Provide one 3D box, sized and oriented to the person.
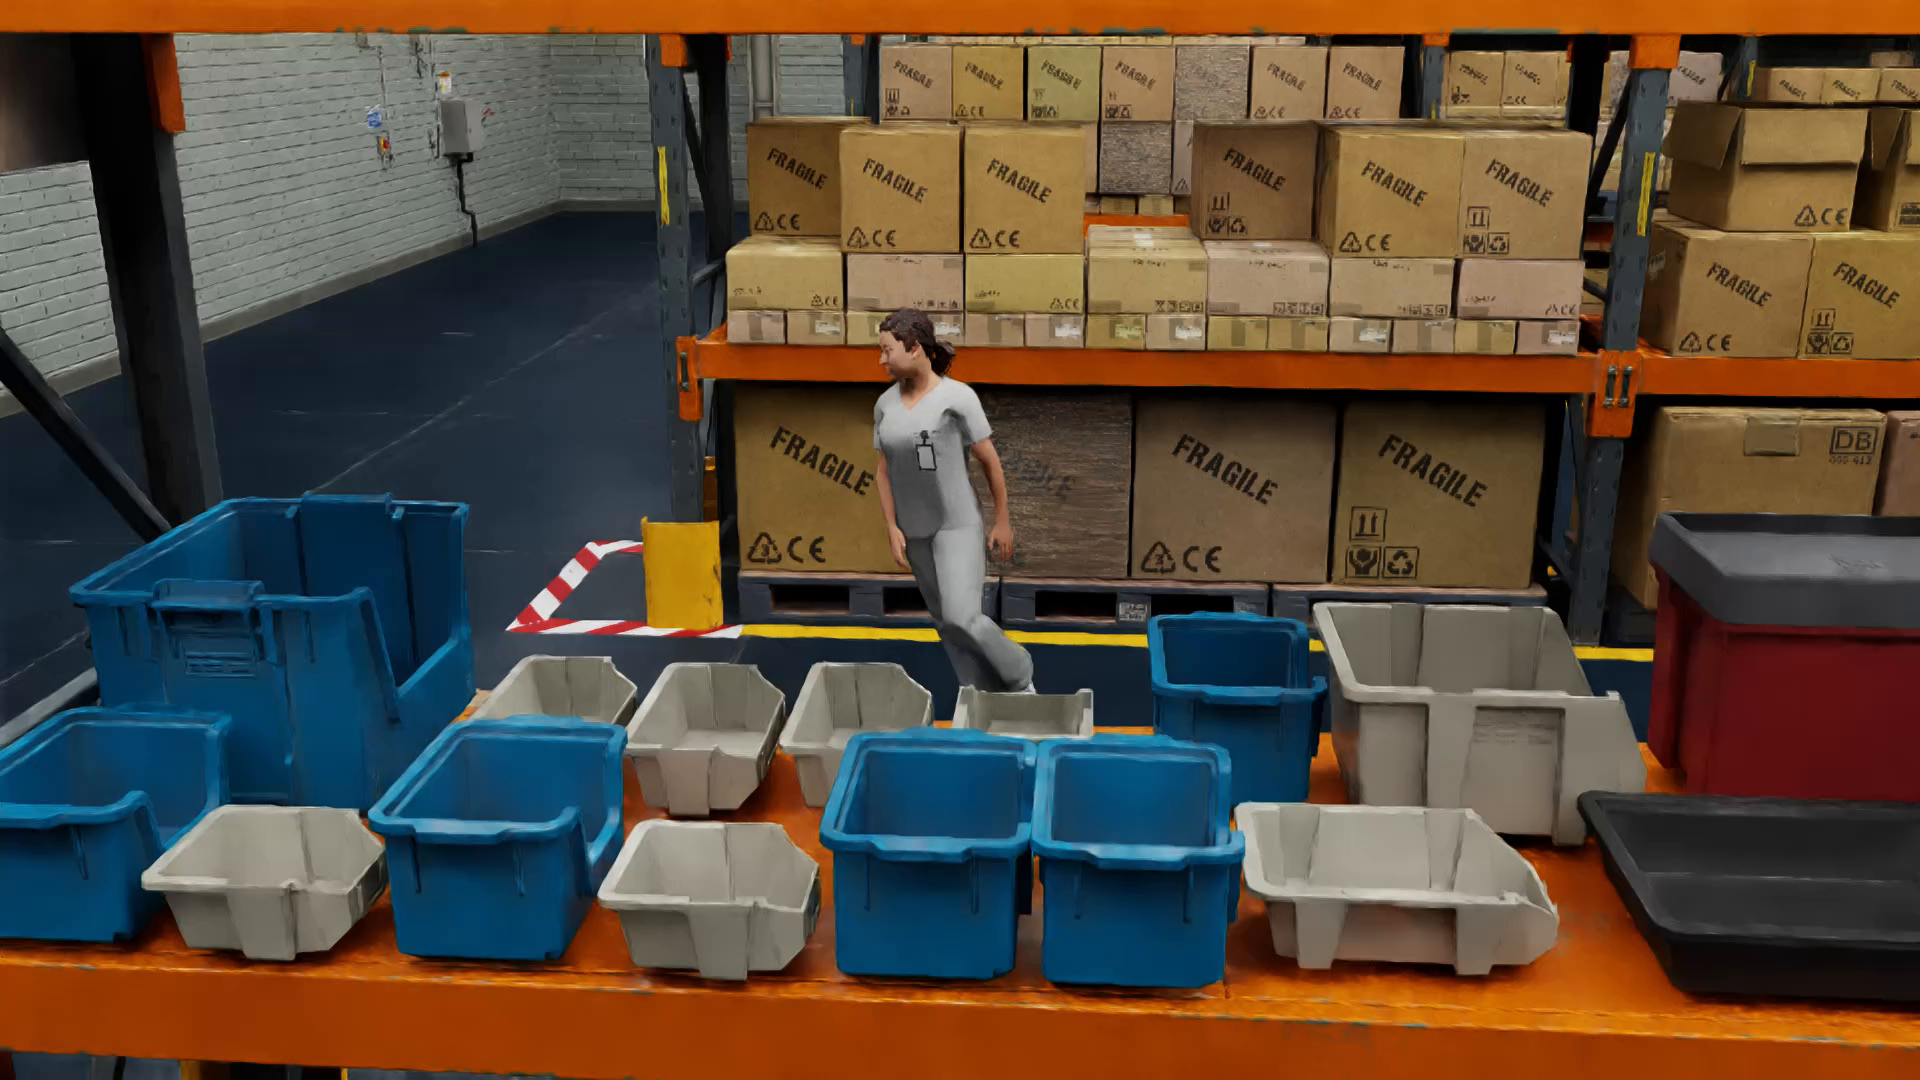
[{"bbox_3d":[-0.036,-0.025,6.127,0.643,1.634,0.482,9,20,26],"label":"person"}]
